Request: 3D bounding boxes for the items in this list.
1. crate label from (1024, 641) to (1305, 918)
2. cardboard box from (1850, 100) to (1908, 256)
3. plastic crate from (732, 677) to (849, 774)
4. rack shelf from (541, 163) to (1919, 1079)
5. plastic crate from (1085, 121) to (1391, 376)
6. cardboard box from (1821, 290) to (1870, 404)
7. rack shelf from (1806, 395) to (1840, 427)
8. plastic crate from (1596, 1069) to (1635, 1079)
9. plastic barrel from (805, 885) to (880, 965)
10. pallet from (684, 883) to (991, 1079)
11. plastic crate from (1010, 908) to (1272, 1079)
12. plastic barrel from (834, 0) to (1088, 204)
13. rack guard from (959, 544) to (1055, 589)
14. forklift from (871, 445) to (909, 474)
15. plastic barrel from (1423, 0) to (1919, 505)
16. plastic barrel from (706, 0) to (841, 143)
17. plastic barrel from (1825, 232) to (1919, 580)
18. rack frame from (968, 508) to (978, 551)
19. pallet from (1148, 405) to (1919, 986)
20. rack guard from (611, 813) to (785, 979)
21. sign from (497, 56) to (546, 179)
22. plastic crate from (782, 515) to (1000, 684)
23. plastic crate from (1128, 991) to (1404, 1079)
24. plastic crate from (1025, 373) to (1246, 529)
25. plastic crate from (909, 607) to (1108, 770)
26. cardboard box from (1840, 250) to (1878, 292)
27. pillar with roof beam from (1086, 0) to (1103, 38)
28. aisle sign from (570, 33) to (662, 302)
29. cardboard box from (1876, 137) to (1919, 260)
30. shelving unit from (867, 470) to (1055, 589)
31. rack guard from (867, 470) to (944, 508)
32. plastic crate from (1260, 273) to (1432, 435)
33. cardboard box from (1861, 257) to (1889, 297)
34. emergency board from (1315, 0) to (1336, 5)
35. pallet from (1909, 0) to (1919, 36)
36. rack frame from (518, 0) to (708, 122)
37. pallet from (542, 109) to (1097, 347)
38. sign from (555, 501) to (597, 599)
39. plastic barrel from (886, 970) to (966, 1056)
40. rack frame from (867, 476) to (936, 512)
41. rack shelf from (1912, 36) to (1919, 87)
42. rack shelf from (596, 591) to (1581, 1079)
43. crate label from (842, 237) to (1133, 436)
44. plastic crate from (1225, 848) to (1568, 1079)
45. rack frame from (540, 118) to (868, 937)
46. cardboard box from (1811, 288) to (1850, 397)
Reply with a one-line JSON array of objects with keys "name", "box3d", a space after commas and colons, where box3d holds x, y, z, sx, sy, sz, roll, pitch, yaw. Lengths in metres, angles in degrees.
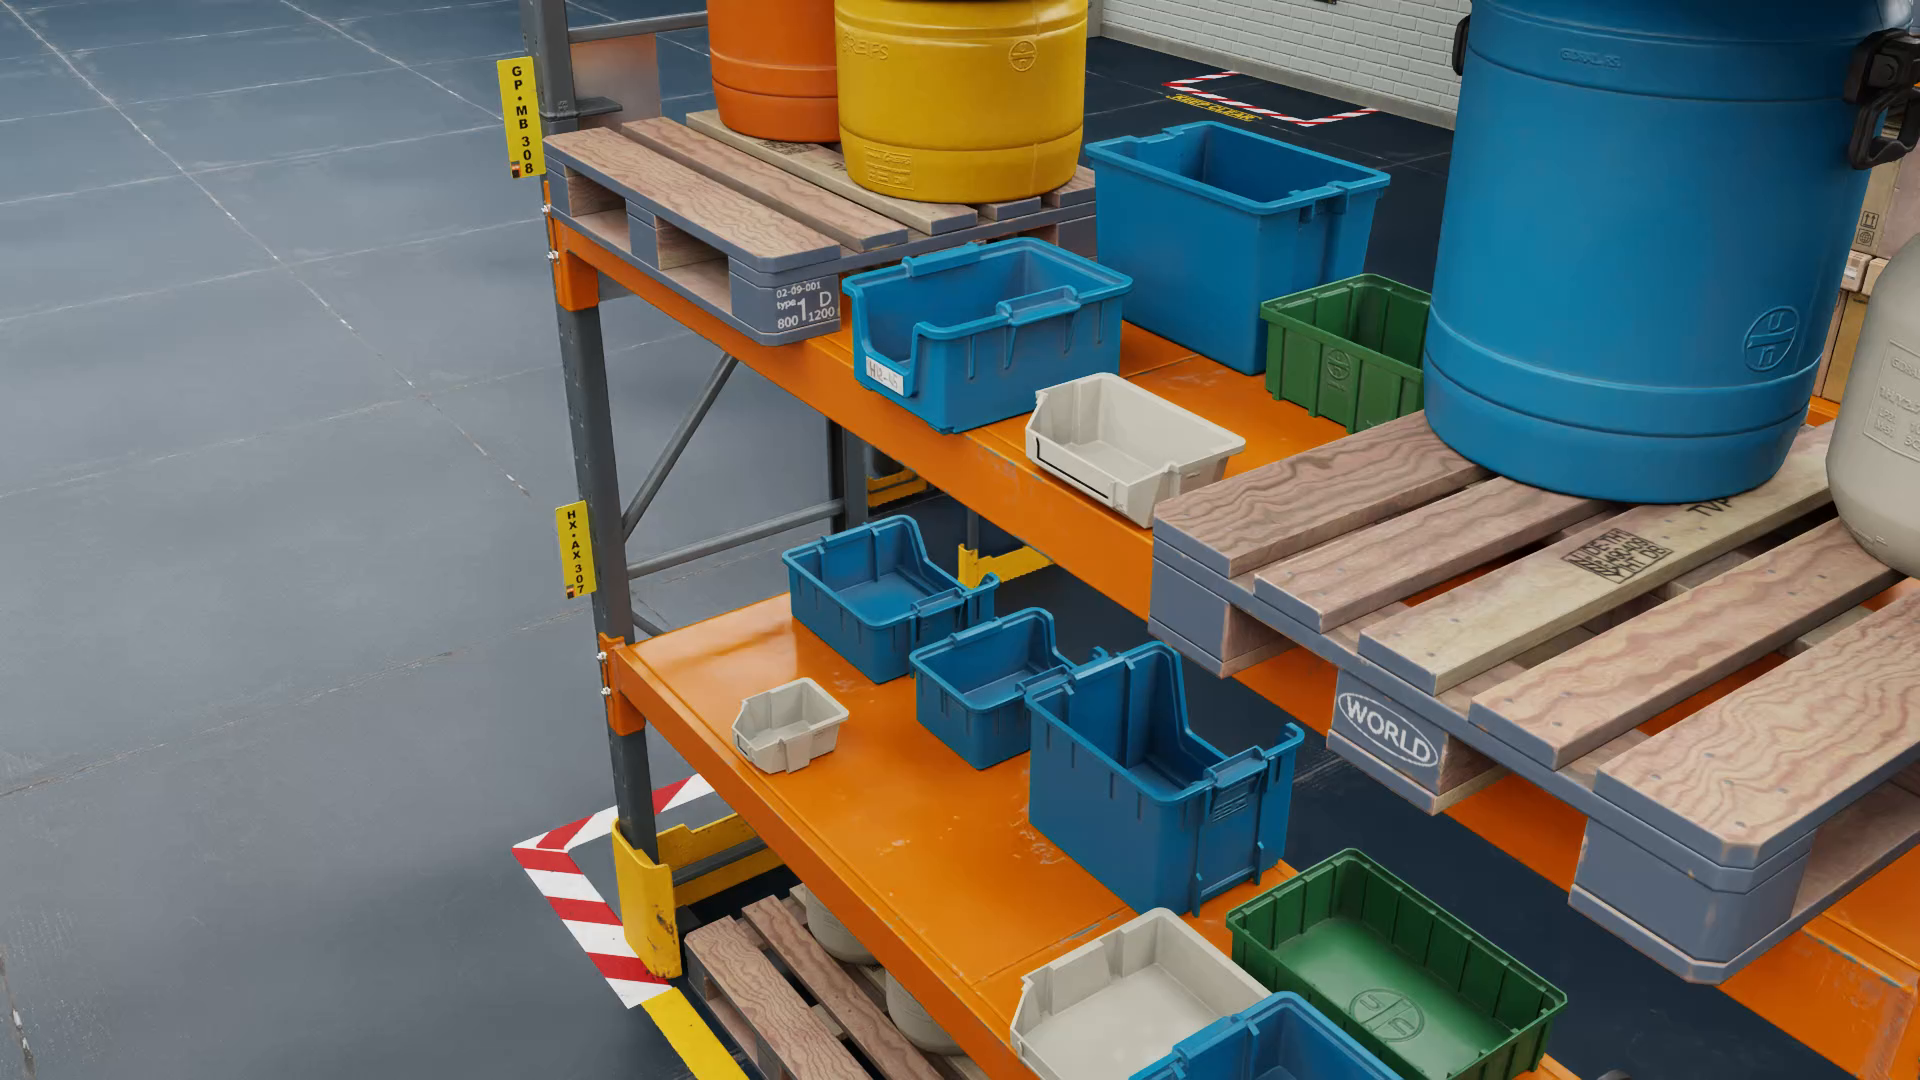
[{"name": "crate label", "box3d": [0.526, 0.629, 4.412, 0.502, 0.435, 0.616, -19, 34, -31]}, {"name": "cardboard box", "box3d": [3.876, -1.571, 7.036, 0.700, 0.500, 0.500, -20, 34, -32]}, {"name": "plastic crate", "box3d": [-0.505, 0.557, 4.858, 0.298, 0.136, 0.250, -19, 34, -31]}, {"name": "rack shelf", "box3d": [0.398, -0.221, 3.624, 1.077, 0.370, 4.000, -19, 34, -31]}, {"name": "plastic crate", "box3d": [0.589, -0.649, 3.676, 0.392, 0.384, 0.575, -19, 34, -31]}, {"name": "cardboard box", "box3d": [4.127, -0.827, 7.026, 0.700, 0.500, 0.500, -19, 34, -30]}, {"name": "rack shelf", "box3d": [4.435, -0.272, 6.862, 1.077, 0.370, 4.000, -19, 34, -31]}, {"name": "plastic crate", "box3d": [1.358, 1.347, 3.191, 0.767, 0.338, 0.504, -19, 34, -31]}, {"name": "plastic barrel", "box3d": [-0.318, 1.147, 5.661, 0.421, 0.512, 0.421, 0, 29, 0]}, {"name": "pallet", "box3d": [-0.213, 1.563, 5.651, 1.003, 0.211, 1.213, -19, 34, -31]}, {"name": "plastic crate", "box3d": [0.410, 1.114, 3.833, 0.530, 0.136, 0.437, -19, 34, -31]}, {"name": "plastic barrel", "box3d": [0.003, -1.173, 3.988, 0.600, 0.588, 0.600, 0, 29, 0]}, {"name": "rack guard", "box3d": [0.248, 0.072, 8.356, 0.587, 0.250, 0.087, -19, 34, -31]}, {"name": "forklift", "box3d": [0.044, -2.313, 9.937, 1.130, 2.935, 3.031, 0, 29, 1]}, {"name": "plastic barrel", "box3d": [1.068, -0.581, 2.568, 0.600, 0.901, 0.708, -19, 34, -31]}, {"name": "plastic barrel", "box3d": [-0.377, -1.534, 4.398, 0.600, 0.830, 0.708, -19, 34, -31]}, {"name": "plastic barrel", "box3d": [1.468, -0.215, 2.302, 0.421, 0.512, 0.421, 0, 29, 0]}, {"name": "rack frame", "box3d": [0.249, -0.477, 8.057, 0.500, 1.500, 0.032, -19, 34, -31]}, {"name": "pallet", "box3d": [1.060, 0.070, 2.532, 1.213, 0.211, 1.003, -19, 34, -31]}, {"name": "rack guard", "box3d": [-0.680, 1.119, 6.166, 1.175, 0.500, 0.348, -19, 34, -31]}, {"name": "sign", "box3d": [-1.213, -1.168, 4.605, 0.100, 0.325, 0.005, -19, 34, -31]}, {"name": "plastic crate", "box3d": [-0.228, 0.181, 5.430, 0.499, 0.251, 0.616, -19, 34, -31]}, {"name": "plastic crate", "box3d": [0.695, 1.269, 3.426, 0.499, 0.251, 0.616, -19, 34, -31]}, {"name": "plastic crate", "box3d": [0.298, -0.155, 3.026, 0.243, 0.136, 0.396, -19, 34, -31]}, {"name": "plastic crate", "box3d": [0.144, 0.435, 4.962, 0.499, 0.251, 0.408, -19, 34, -31]}, {"name": "cardboard box", "box3d": [3.771, -1.185, 7.004, 0.380, 0.149, 0.250, -19, 34, -31]}, {"name": "pillar with roof beam", "box3d": [-2.049, -8.816, 15.553, 9.100, 9.000, 0.400, -19, 34, -31]}, {"name": "aisle sign", "box3d": [-1.042, -1.085, 4.882, 0.394, 0.787, 0.004, -19, 34, -31]}, {"name": "cardboard box", "box3d": [4.169, -1.376, 6.676, 0.700, 0.500, 0.500, -19, 34, -30]}, {"name": "shelving unit", "box3d": [-0.043, -0.670, 8.413, 0.587, 1.500, 1.083, -19, 34, -31]}, {"name": "rack guard", "box3d": [-0.334, -0.314, 9.066, 0.587, 0.250, 0.087, -19, 34, -31]}, {"name": "plastic crate", "box3d": [0.865, -0.355, 3.339, 0.336, 0.188, 0.450, -19, 34, -31]}, {"name": "cardboard box", "box3d": [3.927, -1.082, 6.815, 0.380, 0.149, 0.250, -20, 34, -32]}, {"name": "emergency board", "box3d": [3.546, -6.018, 16.689, 0.157, 1.169, 0.626, -19, 34, -31]}, {"name": "pallet", "box3d": [3.664, -2.363, 6.908, 1.003, 0.211, 1.213, -19, 34, -31]}, {"name": "rack frame", "box3d": [-0.762, -2.632, 4.168, 1.000, 3.000, 0.127, -19, 34, -31]}, {"name": "pallet", "box3d": [-0.362, -0.883, 4.287, 1.003, 0.211, 1.213, -19, 34, -31]}, {"name": "sign", "box3d": [-1.213, 0.033, 5.256, 0.100, 0.325, 0.005, -19, 34, -31]}, {"name": "plastic barrel", "box3d": [-0.027, 1.342, 5.302, 0.421, 0.512, 0.421, 0, 29, 0]}, {"name": "rack frame", "box3d": [-0.346, -0.871, 8.782, 0.500, 1.500, 0.032, -19, 34, -31]}, {"name": "rack shelf", "box3d": [4.435, -1.590, 6.146, 1.077, 0.370, 4.000, -19, 34, -31]}, {"name": "rack shelf", "box3d": [0.398, 1.098, 4.340, 1.077, 0.370, 4.000, -19, 34, -31]}, {"name": "crate label", "box3d": [0.055, -0.430, 3.411, 0.502, 0.251, 0.408, -19, 34, -31]}, {"name": "plastic crate", "box3d": [1.001, 1.046, 3.903, 0.450, 0.188, 0.662, -19, 34, -31]}, {"name": "rack frame", "box3d": [-0.762, 0.004, 5.600, 1.000, 3.000, 0.127, -19, 34, -31]}, {"name": "cardboard box", "box3d": [3.844, -1.022, 7.384, 0.700, 0.500, 0.500, -18, 33, -29]}]
